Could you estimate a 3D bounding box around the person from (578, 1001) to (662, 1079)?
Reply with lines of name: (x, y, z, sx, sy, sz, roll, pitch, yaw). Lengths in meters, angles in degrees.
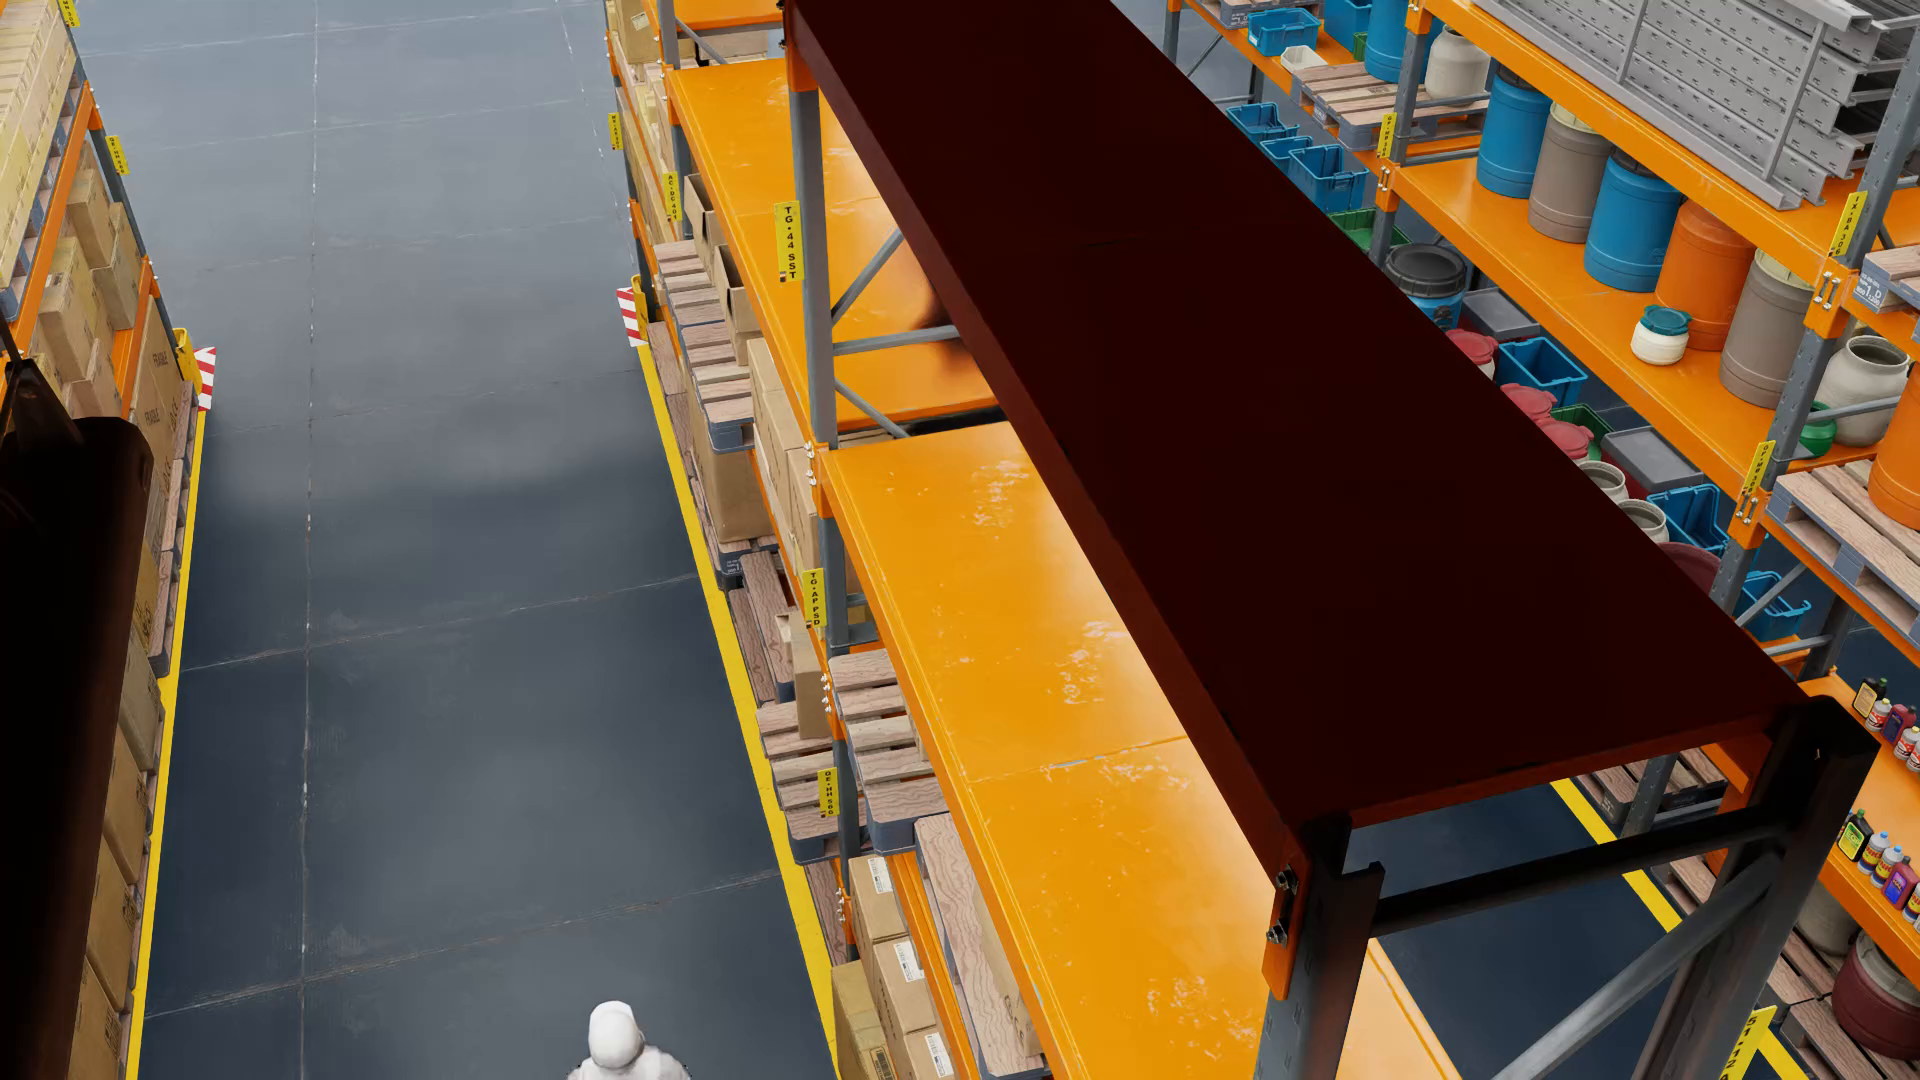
person: (-1.507, 2.766, 7.919, 0.515, 1.797, 0.710, -15, 41, -18)
